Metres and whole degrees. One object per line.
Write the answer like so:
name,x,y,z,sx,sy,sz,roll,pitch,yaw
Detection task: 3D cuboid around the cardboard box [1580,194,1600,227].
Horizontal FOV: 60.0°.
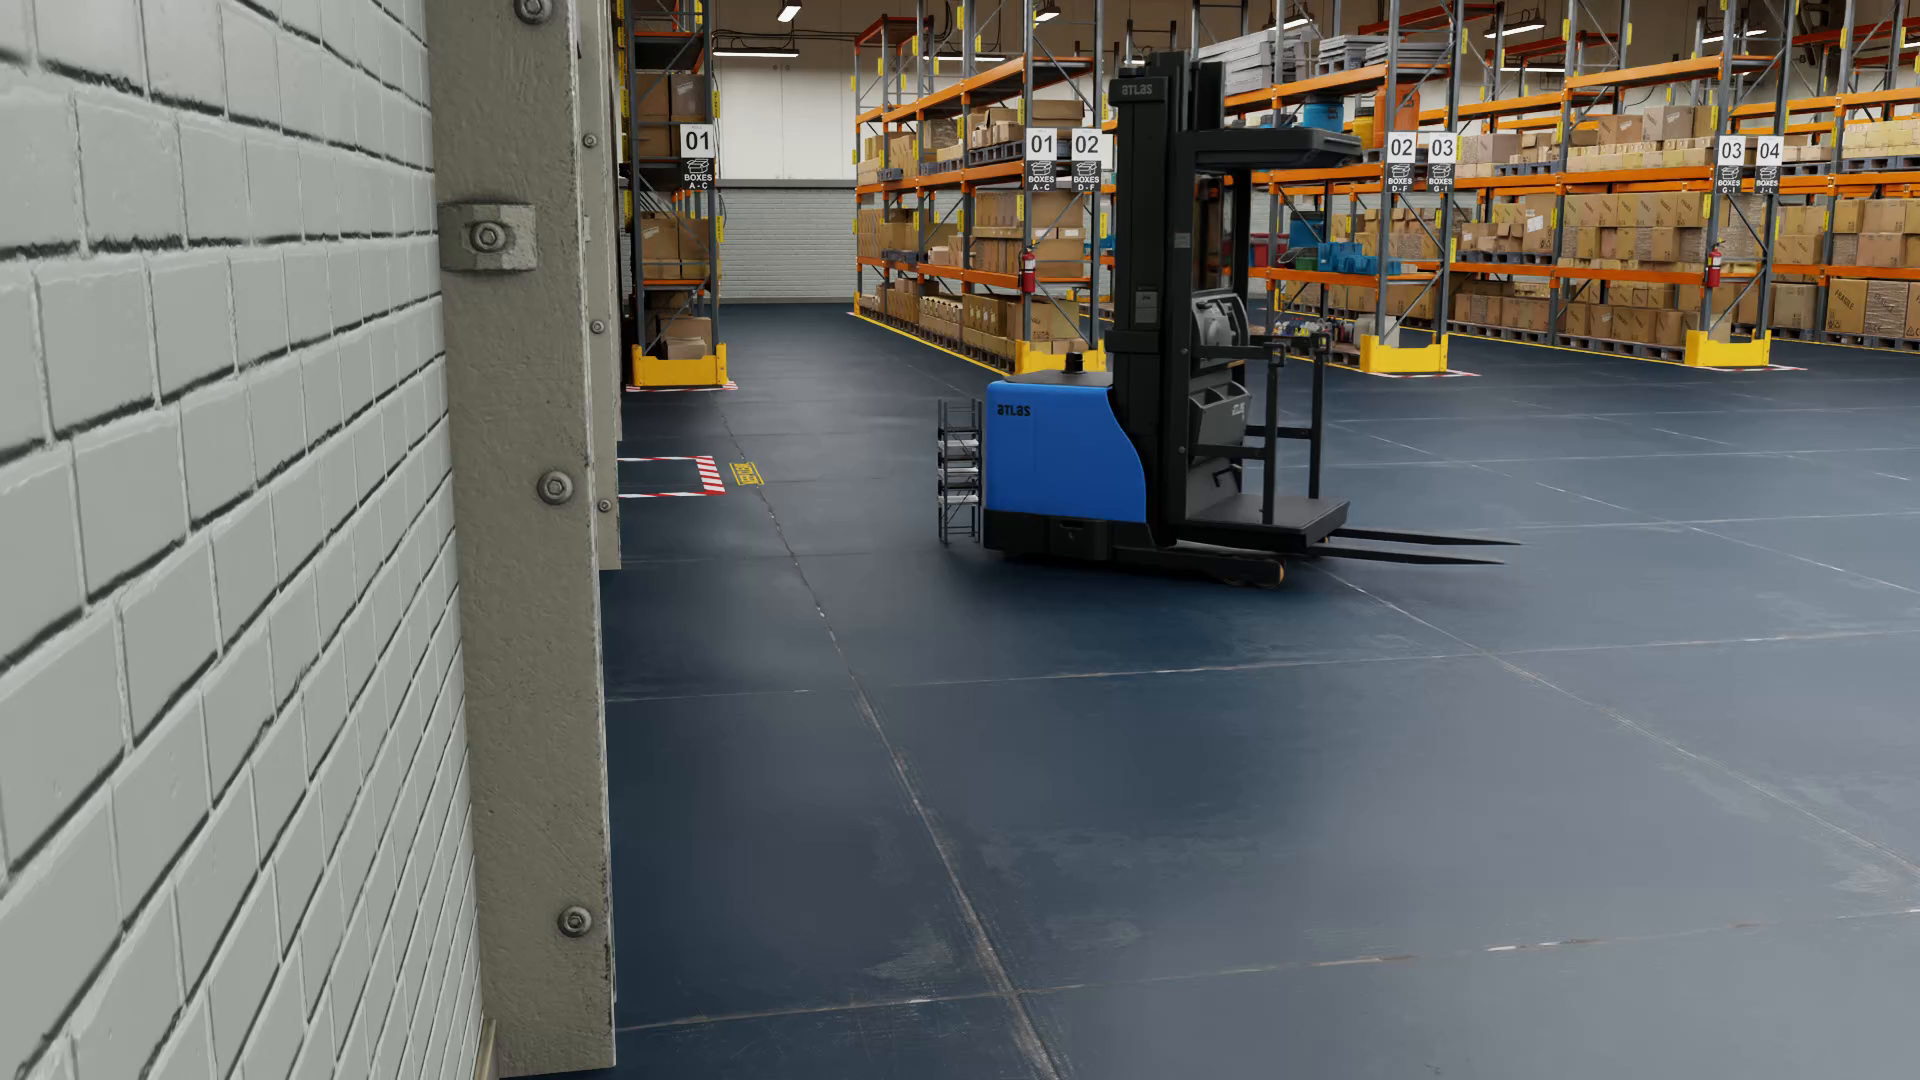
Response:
cardboard box,10.197,-5.214,26.331,0.500,0.500,0.500,-2,11,-11

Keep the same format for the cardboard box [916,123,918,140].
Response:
cardboard box,-0.513,-7.366,30.412,0.500,0.500,0.500,-2,11,-11

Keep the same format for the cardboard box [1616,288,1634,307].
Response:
cardboard box,13.766,-4.888,33.916,0.500,0.500,0.500,-3,11,-14

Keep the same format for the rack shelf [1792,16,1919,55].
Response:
rack shelf,18.814,-10.398,34.296,1.077,0.370,4.000,-2,11,-11

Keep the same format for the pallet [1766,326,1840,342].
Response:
pallet,14.921,-3.642,29.266,1.003,0.211,1.213,-2,11,-11

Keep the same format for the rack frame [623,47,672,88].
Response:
rack frame,-6.650,-9.319,35.589,1.000,3.000,0.127,-2,11,-11

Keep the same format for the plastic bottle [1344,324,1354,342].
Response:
plastic bottle,5.937,-3.177,25.474,0.152,0.276,0.135,-2,11,-10

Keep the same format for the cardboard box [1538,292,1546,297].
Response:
cardboard box,13.081,-5.436,36.940,0.380,0.149,0.250,-3,11,-13

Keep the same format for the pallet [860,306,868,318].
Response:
pallet,-1.621,-5.022,36.519,1.003,0.211,1.213,-2,11,-11

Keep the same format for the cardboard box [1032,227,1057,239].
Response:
cardboard box,1.059,-4.049,21.944,0.380,0.149,0.250,-2,11,-12

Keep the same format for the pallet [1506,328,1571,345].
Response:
pallet,10.107,-3.484,28.436,1.003,0.211,1.213,-2,11,-11

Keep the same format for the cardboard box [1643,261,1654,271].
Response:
cardboard box,10.521,-4.127,25.031,0.380,0.149,0.250,-2,11,-11

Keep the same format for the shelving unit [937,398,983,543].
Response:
shelving unit,-0.002,-0.444,10.620,0.258,0.900,0.210,-2,11,-11

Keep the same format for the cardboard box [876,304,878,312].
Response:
cardboard box,-1.535,-4.795,34.315,0.380,0.149,0.250,-2,11,-11

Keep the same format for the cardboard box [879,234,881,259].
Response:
cardboard box,-1.363,-5.950,33.668,0.500,0.500,0.500,-2,11,-10

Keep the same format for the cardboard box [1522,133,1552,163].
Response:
cardboard box,10.081,-6.704,28.476,0.797,0.503,0.637,-2,11,-9

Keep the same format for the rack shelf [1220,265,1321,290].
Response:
rack shelf,5.012,-4.544,28.474,1.077,0.370,4.000,-2,11,-11

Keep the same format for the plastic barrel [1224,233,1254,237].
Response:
plastic barrel,5.011,-5.257,29.931,0.600,0.536,0.708,-2,11,-11

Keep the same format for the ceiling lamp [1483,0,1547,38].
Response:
ceiling lamp,11.569,-11.940,33.750,0.800,3.185,2.000,-2,11,-11

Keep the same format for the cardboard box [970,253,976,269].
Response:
cardboard box,0.403,-4.366,26.016,0.500,0.250,0.500,-1,11,-7

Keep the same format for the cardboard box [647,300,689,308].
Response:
cardboard box,-4.903,-3.762,27.949,0.700,0.500,0.500,-2,11,-10

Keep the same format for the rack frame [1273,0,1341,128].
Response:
rack frame,5.401,-7.478,25.918,1.000,3.000,0.127,-2,11,-11

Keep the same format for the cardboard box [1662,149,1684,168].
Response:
cardboard box,10.595,-5.548,24.201,0.500,0.250,0.500,-2,11,-11

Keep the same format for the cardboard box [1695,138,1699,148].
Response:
cardboard box,10.742,-5.665,23.748,0.380,0.149,0.250,-2,11,-13

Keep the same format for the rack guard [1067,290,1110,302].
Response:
rack guard,3.050,-5.508,38.297,1.175,0.500,0.348,-2,11,-11

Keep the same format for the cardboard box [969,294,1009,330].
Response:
cardboard box,0.430,-3.388,24.697,0.500,0.500,0.500,-2,11,-11

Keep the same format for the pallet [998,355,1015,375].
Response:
pallet,1.130,-2.387,22.671,1.003,0.211,1.213,-2,11,-11

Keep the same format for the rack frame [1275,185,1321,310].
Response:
rack frame,7.926,-6.912,38.989,1.000,3.000,0.127,-2,11,-11

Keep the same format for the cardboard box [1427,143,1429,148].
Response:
cardboard box,9.292,-7.284,31.524,0.797,0.503,0.637,-1,11,-8

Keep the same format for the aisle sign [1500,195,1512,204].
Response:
aisle sign,13.091,-8.375,39.724,0.394,0.787,0.004,-2,11,-11

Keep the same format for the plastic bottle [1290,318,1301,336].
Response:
plastic bottle,5.188,-3.248,25.647,0.144,0.351,0.185,-3,11,-13

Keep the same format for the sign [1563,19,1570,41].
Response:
sign,9.716,-8.174,26.651,0.100,0.325,0.005,-2,11,-11

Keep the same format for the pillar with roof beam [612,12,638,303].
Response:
pillar with roof beam,-3.801,-9.939,38.848,9.100,9.000,0.548,-2,11,-11

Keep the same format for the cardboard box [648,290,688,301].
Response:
cardboard box,-5.109,-4.194,29.336,0.750,0.750,0.750,-2,11,-12

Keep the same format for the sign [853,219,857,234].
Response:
sign,-2.324,-6.958,36.915,0.100,0.325,0.005,-2,11,-11

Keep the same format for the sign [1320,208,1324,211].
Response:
sign,8.461,-7.614,38.949,0.100,0.325,0.005,-2,11,-11

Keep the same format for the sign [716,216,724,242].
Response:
sign,-3.006,-3.882,20.755,0.100,0.325,0.005,-2,11,-11

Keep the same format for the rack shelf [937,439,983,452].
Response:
rack shelf,-0.002,-0.588,10.593,0.258,0.077,0.200,-2,11,-11

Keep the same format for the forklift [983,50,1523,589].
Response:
forklift,1.694,-1.280,9.584,3.031,2.935,1.130,5,12,26

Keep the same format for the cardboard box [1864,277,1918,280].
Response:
cardboard box,19.150,-5.097,34.014,0.875,0.875,0.875,-2,11,-12

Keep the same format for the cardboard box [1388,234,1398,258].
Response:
cardboard box,8.849,-5.855,33.170,0.500,0.500,0.500,-2,11,-10

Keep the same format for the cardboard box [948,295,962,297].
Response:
cardboard box,-0.044,-4.167,30.076,0.500,0.500,0.500,-2,11,-9

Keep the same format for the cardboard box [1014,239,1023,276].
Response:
cardboard box,1.135,-3.849,22.630,0.700,0.500,0.500,-2,11,-10

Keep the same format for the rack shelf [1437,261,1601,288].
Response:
rack shelf,9.871,-4.724,29.420,1.077,0.370,4.000,-2,11,-11

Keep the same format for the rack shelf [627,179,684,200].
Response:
rack shelf,-5.483,-6.391,30.155,1.077,0.370,4.000,-2,11,-11

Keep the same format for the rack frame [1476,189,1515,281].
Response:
rack frame,12.811,-7.074,39.839,1.000,3.000,0.127,-2,11,-11

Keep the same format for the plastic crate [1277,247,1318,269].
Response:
plastic crate,5.378,-4.400,25.956,0.767,0.338,0.504,-2,11,-11

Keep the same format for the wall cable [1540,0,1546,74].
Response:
wall cable,14.746,-14.143,44.889,2.355,3.000,0.029,-2,11,-11

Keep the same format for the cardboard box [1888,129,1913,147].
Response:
cardboard box,15.163,-6.389,26.436,0.500,0.250,0.500,-2,11,-12

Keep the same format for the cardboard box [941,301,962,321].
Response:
cardboard box,-0.020,-3.733,27.019,0.500,0.311,0.500,-2,11,-11

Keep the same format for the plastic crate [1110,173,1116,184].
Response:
plastic crate,3.355,-7.545,34.739,0.416,0.233,0.300,-2,11,-11

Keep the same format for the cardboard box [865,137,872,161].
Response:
cardboard box,-1.662,-8.378,35.726,0.700,0.500,0.500,-2,11,-11

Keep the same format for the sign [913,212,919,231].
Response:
sign,-0.767,-5.593,29.177,0.100,0.325,0.005,-2,11,-11

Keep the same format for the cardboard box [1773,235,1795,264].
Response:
cardboard box,14.683,-5.101,29.205,0.500,0.500,0.500,-2,11,-12

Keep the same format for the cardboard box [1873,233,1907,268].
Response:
cardboard box,15.347,-4.676,26.840,0.875,0.550,0.550,-2,11,-11
